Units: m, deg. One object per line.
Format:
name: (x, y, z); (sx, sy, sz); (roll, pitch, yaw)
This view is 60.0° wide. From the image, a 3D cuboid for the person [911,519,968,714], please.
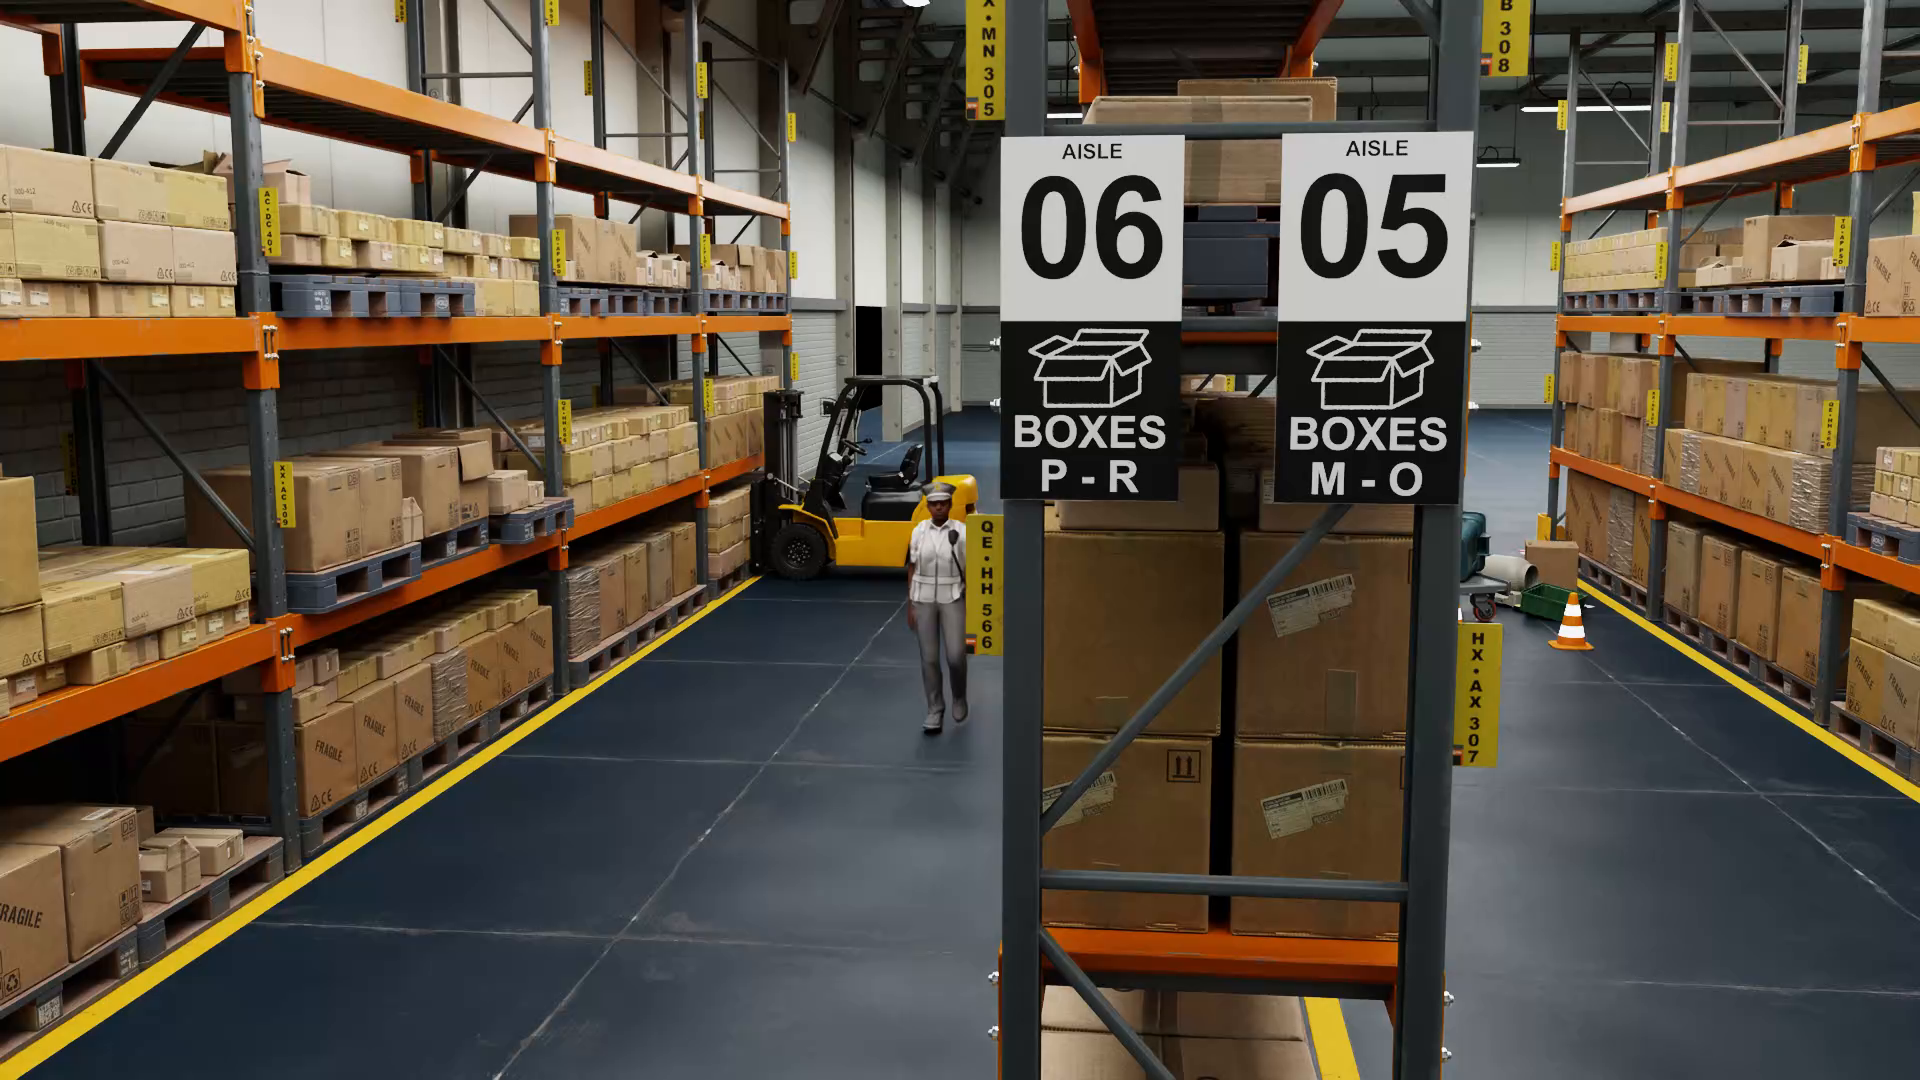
person: (-0.143, 0.536, 11.274); (0.406, 1.347, 0.418); (1, 8, 8)
